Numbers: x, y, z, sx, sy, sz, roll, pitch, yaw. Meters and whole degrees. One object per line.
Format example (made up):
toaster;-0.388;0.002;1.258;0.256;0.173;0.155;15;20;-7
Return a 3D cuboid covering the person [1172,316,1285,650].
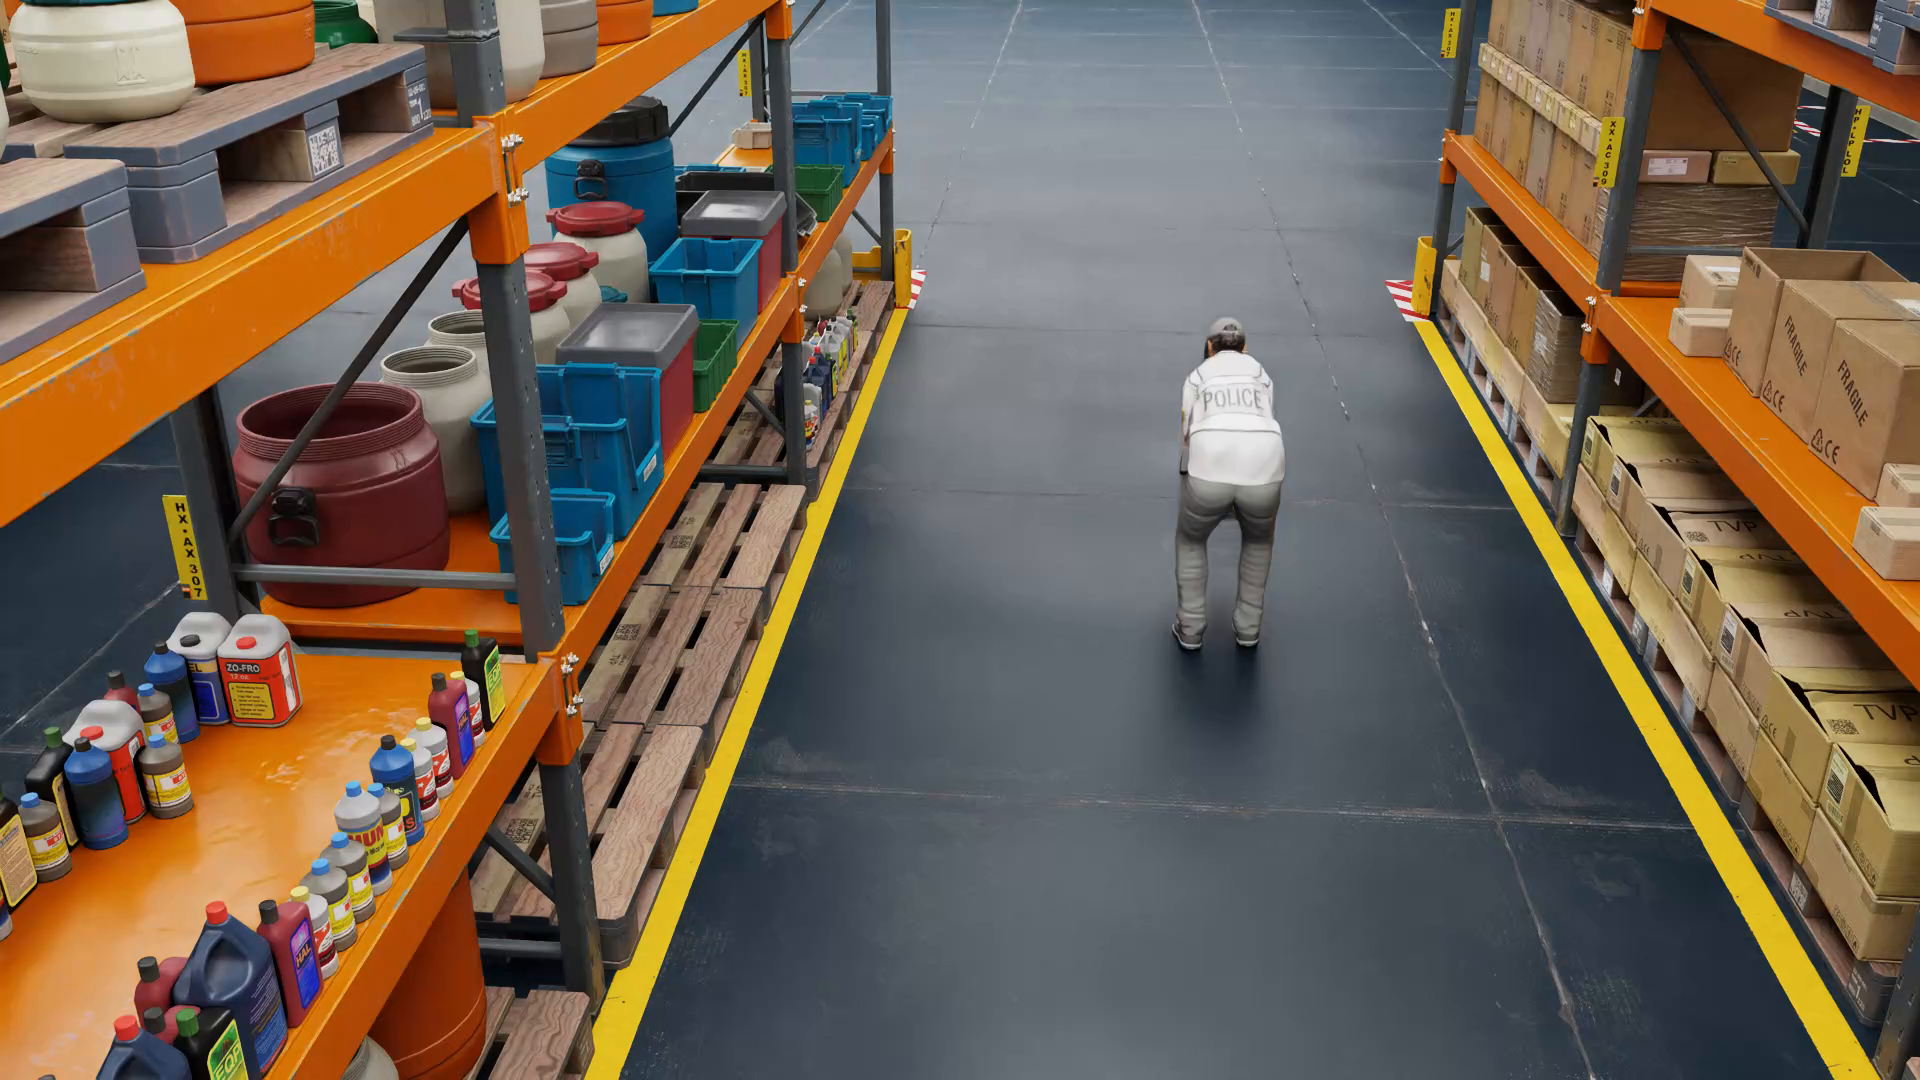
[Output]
person;1.190;-0.248;7.482;0.452;1.390;0.826;1;25;3
